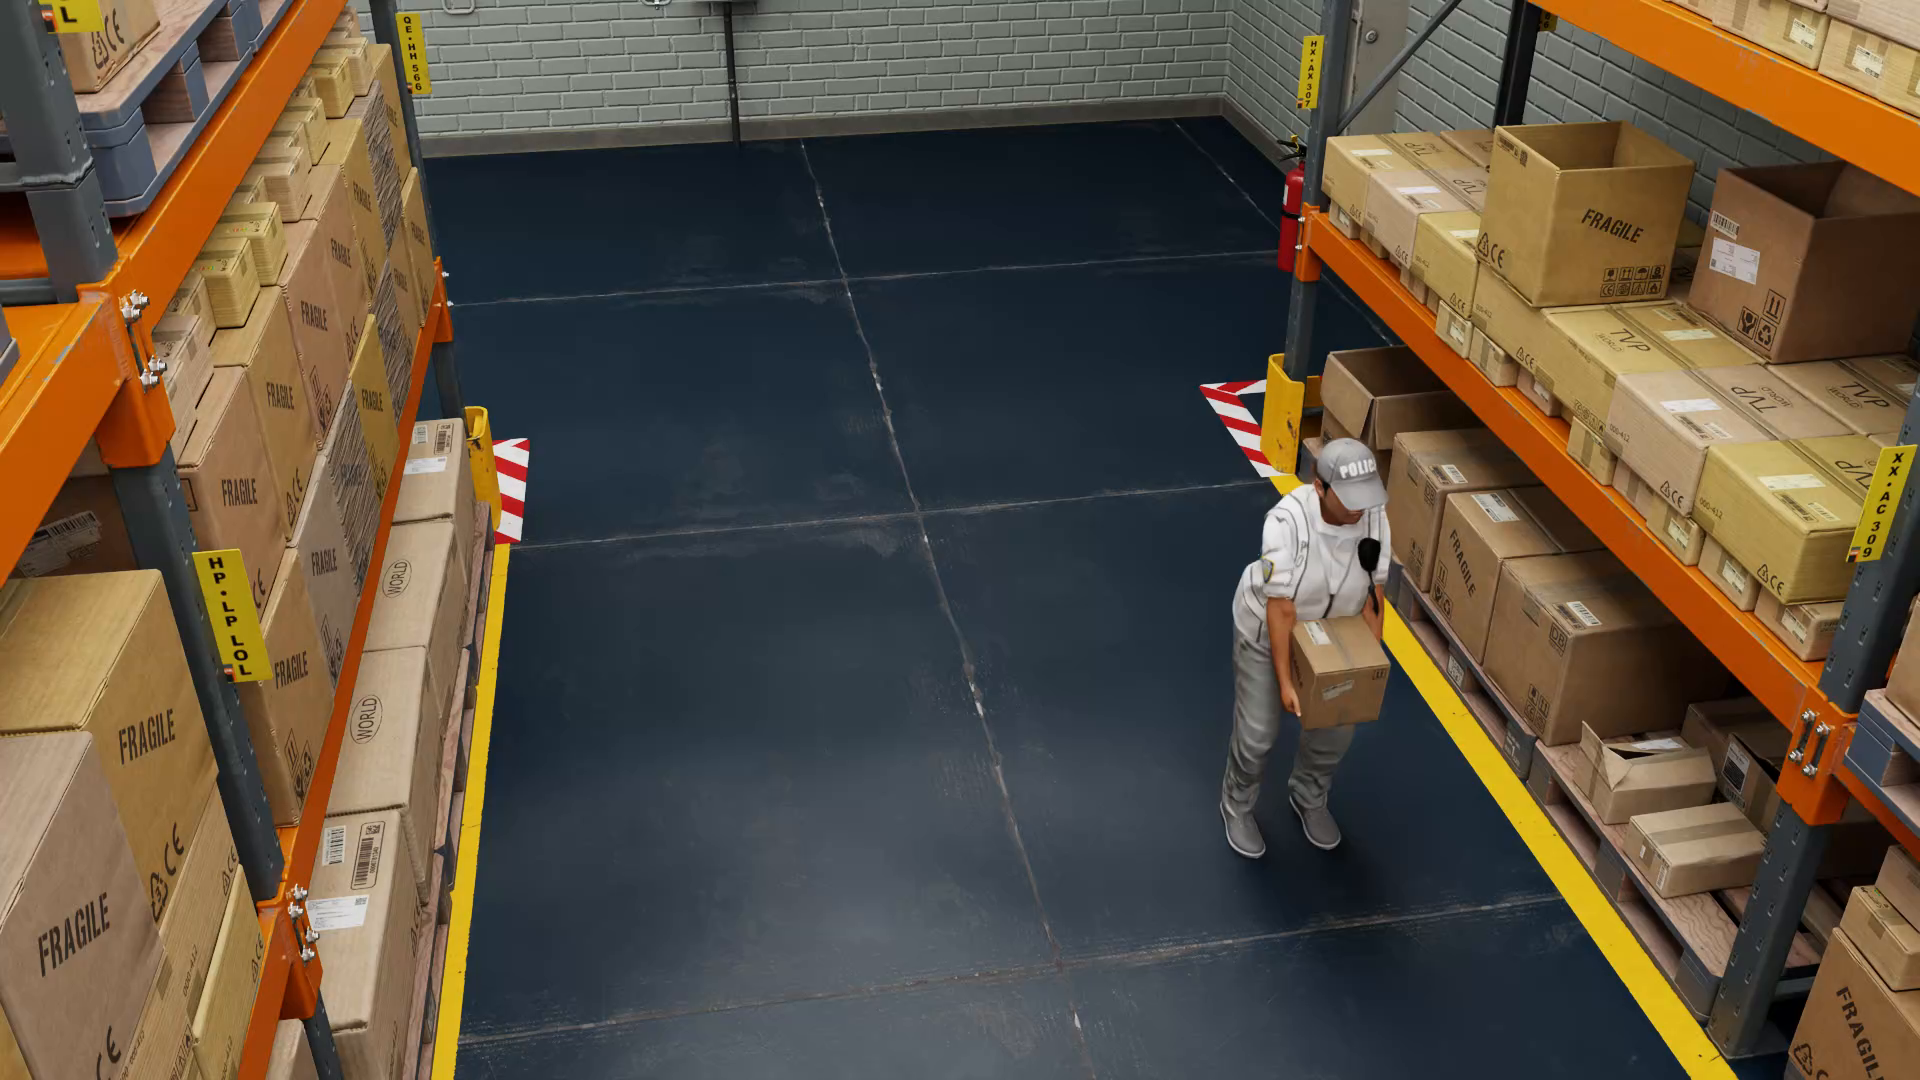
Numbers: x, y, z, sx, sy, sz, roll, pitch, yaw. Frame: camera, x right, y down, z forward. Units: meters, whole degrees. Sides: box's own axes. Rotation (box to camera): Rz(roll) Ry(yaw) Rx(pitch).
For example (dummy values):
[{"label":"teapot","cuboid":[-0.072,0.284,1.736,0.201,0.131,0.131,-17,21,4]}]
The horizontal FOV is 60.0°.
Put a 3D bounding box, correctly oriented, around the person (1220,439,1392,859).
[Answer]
[{"label":"person","cuboid":[1.164,0.367,5.552,0.452,1.638,0.581,-6,31,-10]}]
